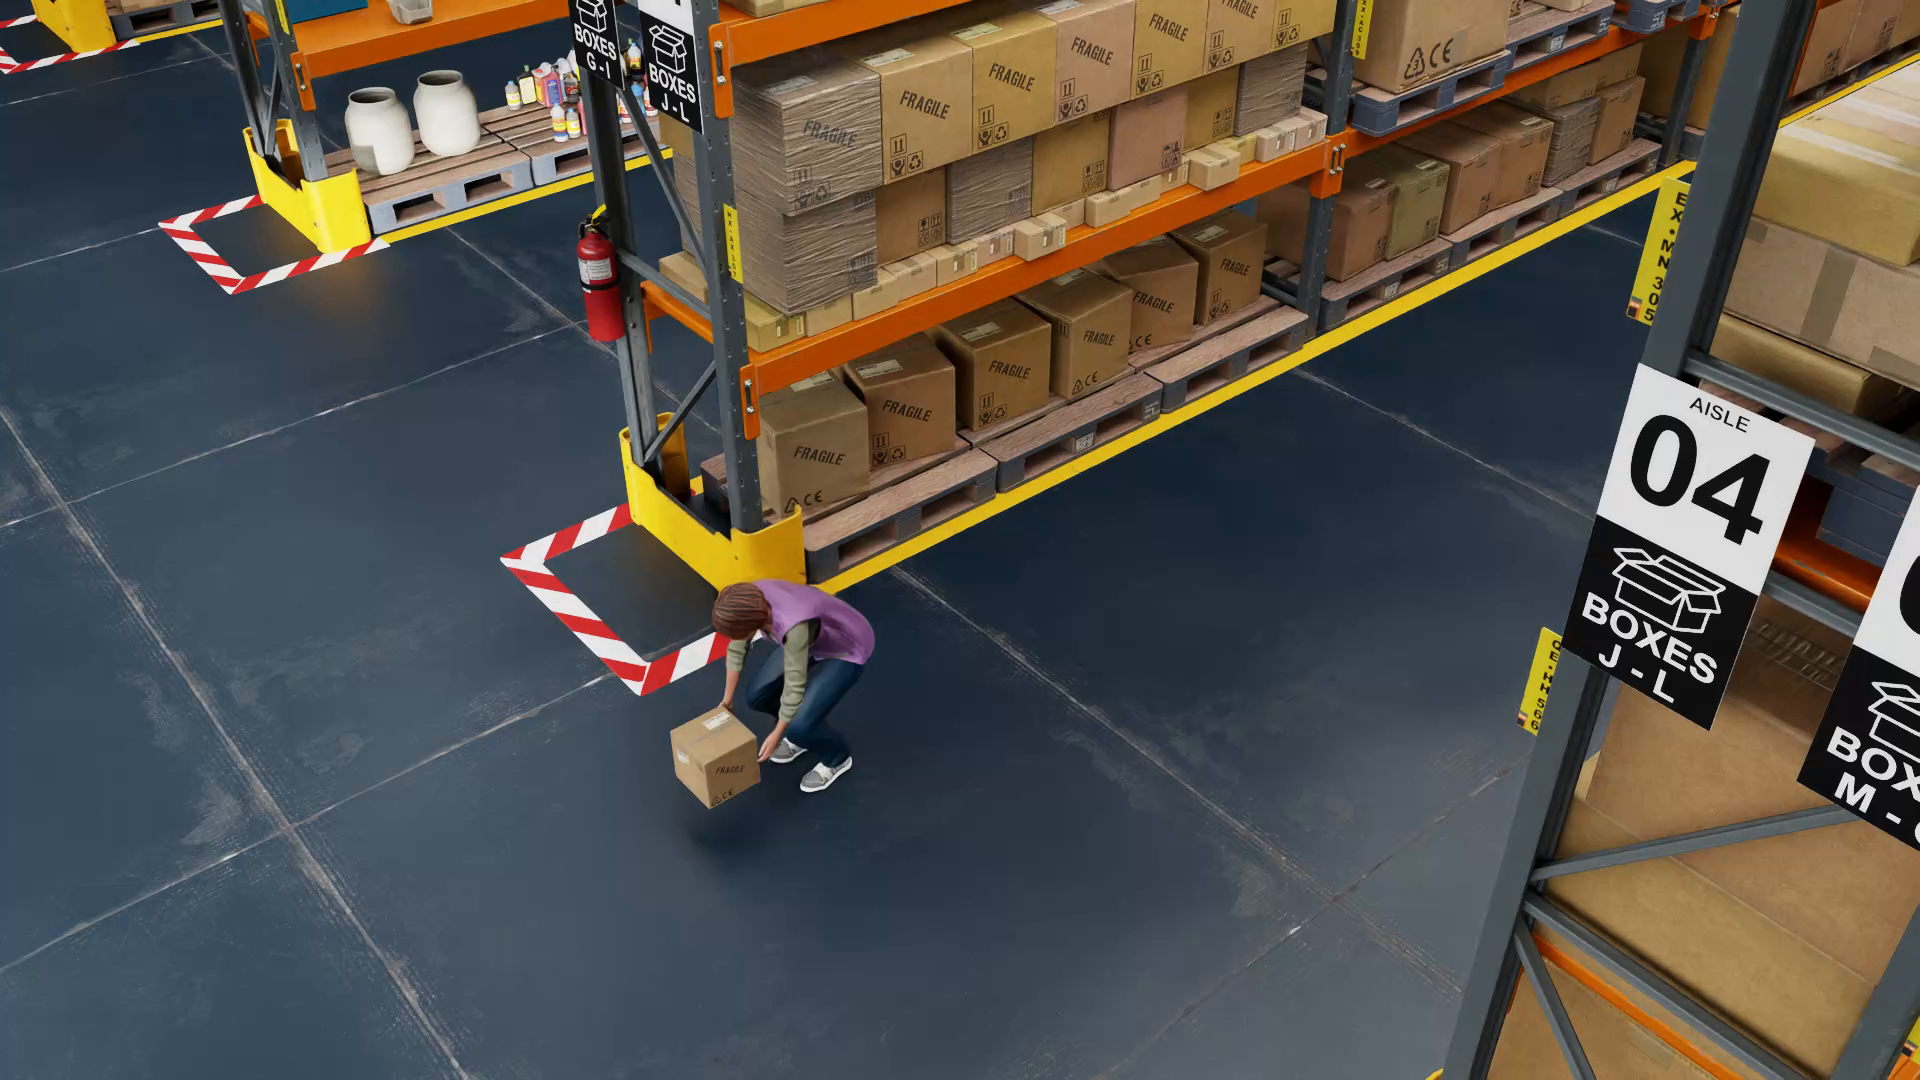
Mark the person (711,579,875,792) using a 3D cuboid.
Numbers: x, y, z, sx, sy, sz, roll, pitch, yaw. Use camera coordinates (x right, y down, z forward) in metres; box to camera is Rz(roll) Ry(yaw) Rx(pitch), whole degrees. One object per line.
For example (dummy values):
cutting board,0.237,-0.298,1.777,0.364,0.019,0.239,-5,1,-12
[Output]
person,-0.657,0.545,6.747,0.730,1.122,0.463,-27,44,-31
